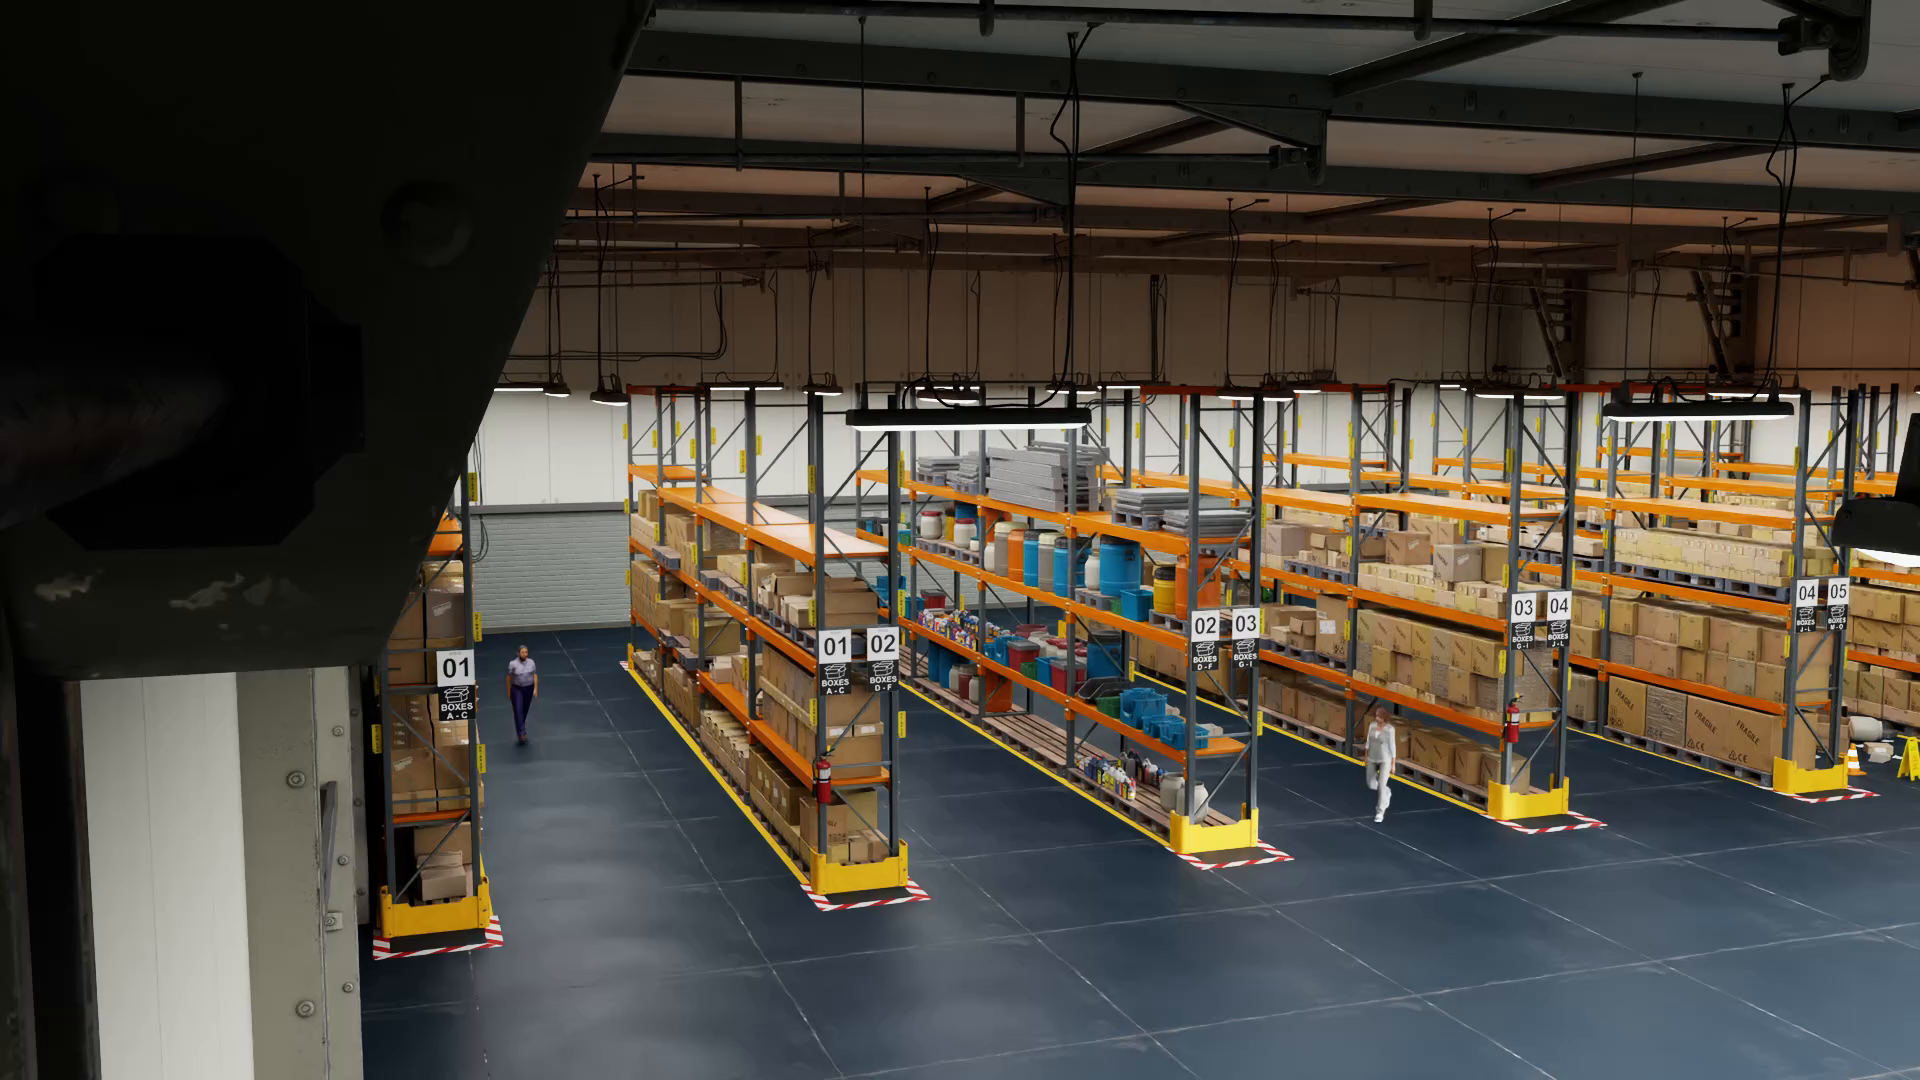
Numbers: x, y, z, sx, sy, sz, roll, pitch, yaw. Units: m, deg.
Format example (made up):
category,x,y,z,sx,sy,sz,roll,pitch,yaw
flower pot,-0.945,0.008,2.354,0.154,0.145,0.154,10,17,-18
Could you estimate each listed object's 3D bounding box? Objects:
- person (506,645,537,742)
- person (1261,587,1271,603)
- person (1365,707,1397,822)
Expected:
category,x,y,z,sx,sy,sz,roll,pitch,yaw
person,-7.440,2.602,28.337,0.538,1.574,0.948,-5,8,-41
person,7.637,1.121,41.780,0.468,1.792,0.556,-5,8,-39
person,5.927,3.119,23.412,0.469,1.583,0.694,5,8,39
